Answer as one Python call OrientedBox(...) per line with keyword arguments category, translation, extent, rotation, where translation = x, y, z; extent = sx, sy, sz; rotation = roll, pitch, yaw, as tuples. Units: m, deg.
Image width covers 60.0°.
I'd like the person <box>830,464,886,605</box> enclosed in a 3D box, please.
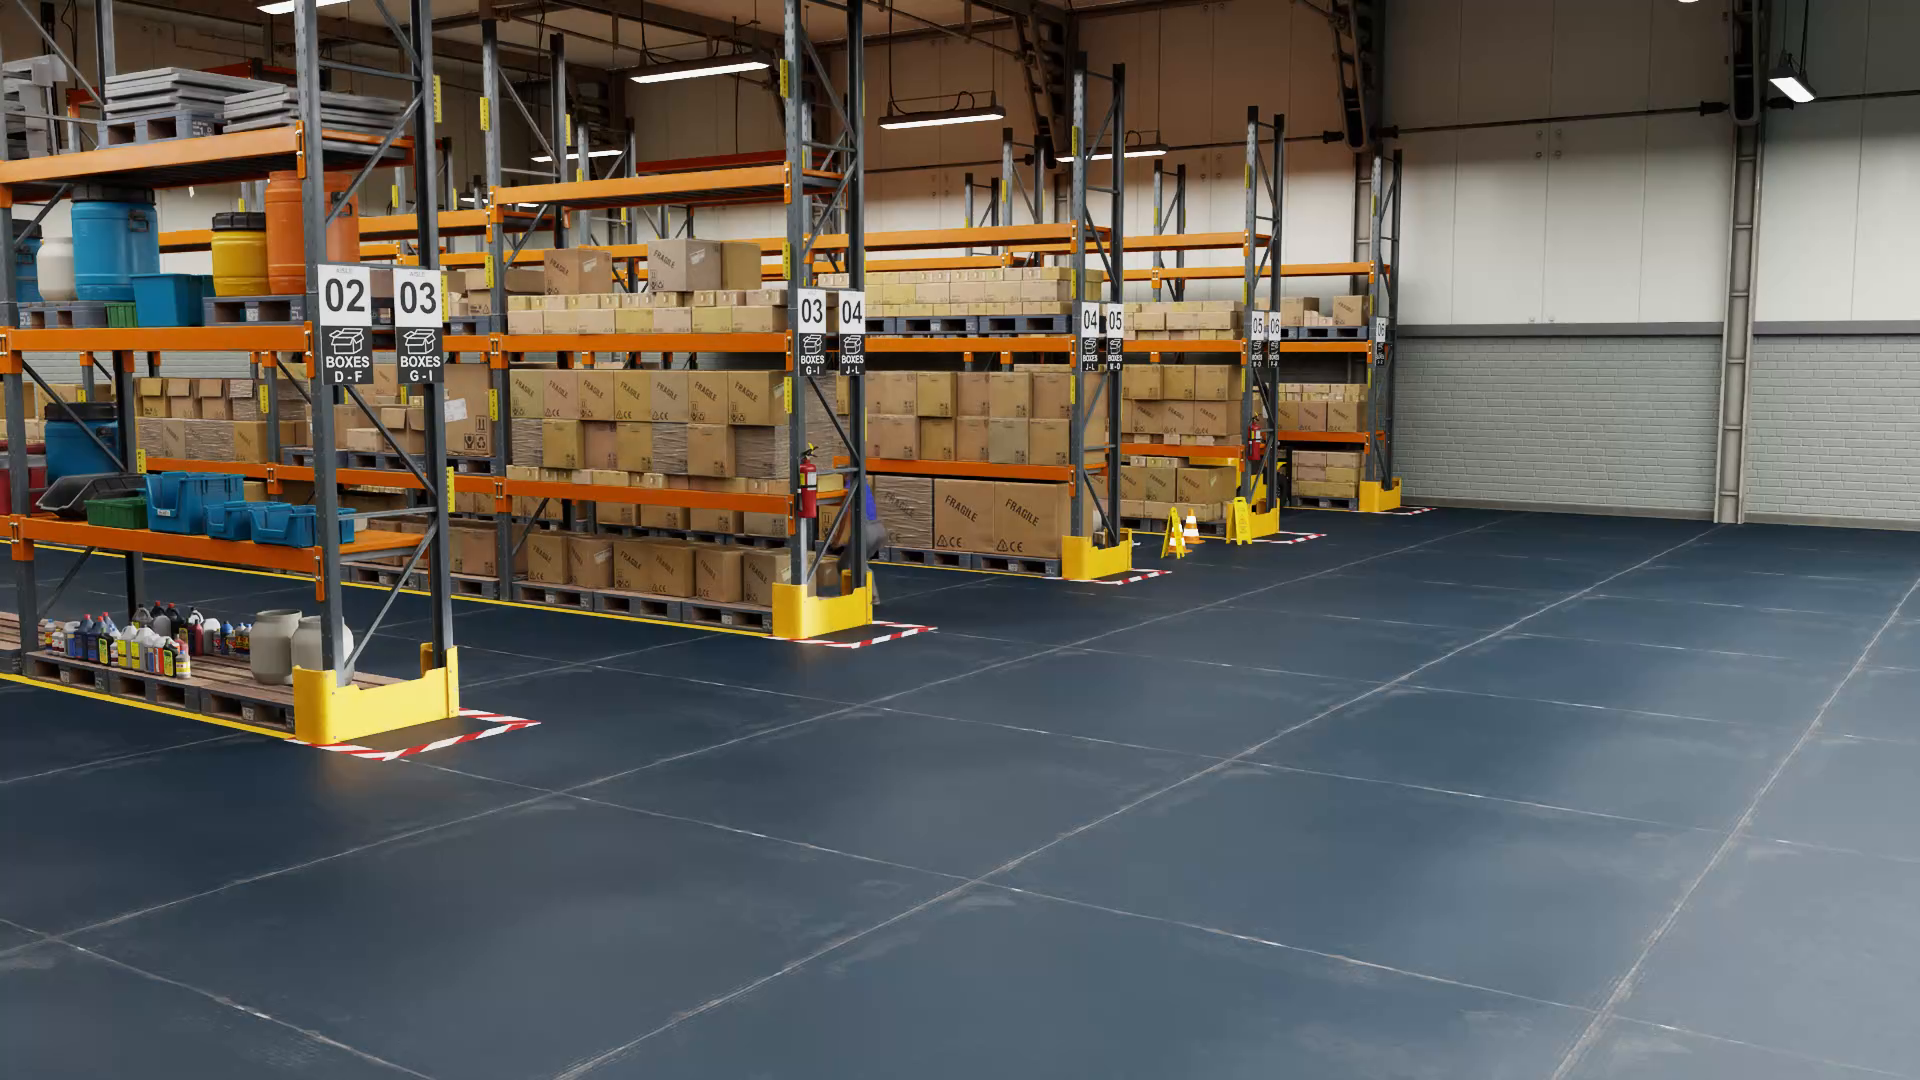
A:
OrientedBox(category="person", translation=(-1.062, -0.036, 17.174), extent=(0.535, 1.487, 0.487), rotation=(3, 7, 26))
